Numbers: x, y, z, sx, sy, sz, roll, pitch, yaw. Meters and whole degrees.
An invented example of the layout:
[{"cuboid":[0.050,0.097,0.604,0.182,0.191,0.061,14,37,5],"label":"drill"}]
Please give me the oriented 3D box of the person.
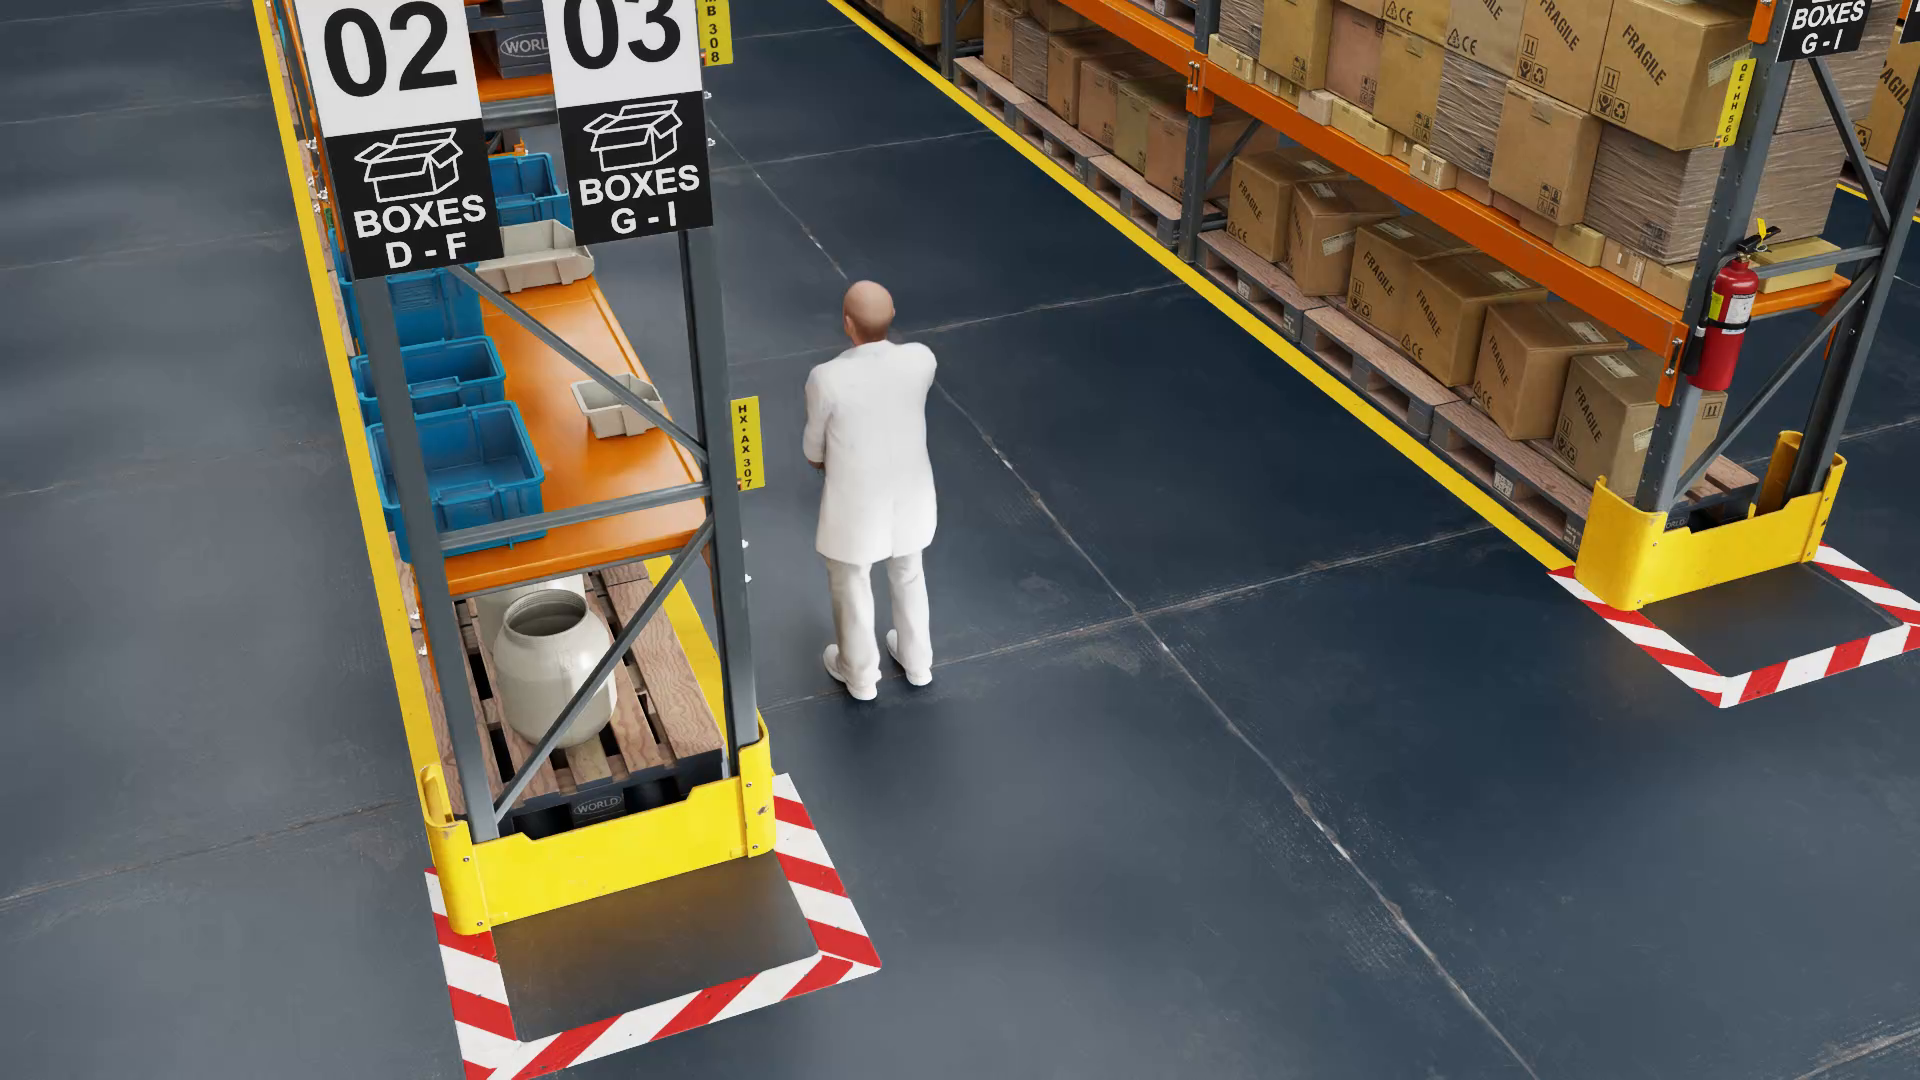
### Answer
[{"cuboid":[-0.371,-0.233,6.515,0.526,1.780,0.551,-15,36,-22],"label":"person"}]
